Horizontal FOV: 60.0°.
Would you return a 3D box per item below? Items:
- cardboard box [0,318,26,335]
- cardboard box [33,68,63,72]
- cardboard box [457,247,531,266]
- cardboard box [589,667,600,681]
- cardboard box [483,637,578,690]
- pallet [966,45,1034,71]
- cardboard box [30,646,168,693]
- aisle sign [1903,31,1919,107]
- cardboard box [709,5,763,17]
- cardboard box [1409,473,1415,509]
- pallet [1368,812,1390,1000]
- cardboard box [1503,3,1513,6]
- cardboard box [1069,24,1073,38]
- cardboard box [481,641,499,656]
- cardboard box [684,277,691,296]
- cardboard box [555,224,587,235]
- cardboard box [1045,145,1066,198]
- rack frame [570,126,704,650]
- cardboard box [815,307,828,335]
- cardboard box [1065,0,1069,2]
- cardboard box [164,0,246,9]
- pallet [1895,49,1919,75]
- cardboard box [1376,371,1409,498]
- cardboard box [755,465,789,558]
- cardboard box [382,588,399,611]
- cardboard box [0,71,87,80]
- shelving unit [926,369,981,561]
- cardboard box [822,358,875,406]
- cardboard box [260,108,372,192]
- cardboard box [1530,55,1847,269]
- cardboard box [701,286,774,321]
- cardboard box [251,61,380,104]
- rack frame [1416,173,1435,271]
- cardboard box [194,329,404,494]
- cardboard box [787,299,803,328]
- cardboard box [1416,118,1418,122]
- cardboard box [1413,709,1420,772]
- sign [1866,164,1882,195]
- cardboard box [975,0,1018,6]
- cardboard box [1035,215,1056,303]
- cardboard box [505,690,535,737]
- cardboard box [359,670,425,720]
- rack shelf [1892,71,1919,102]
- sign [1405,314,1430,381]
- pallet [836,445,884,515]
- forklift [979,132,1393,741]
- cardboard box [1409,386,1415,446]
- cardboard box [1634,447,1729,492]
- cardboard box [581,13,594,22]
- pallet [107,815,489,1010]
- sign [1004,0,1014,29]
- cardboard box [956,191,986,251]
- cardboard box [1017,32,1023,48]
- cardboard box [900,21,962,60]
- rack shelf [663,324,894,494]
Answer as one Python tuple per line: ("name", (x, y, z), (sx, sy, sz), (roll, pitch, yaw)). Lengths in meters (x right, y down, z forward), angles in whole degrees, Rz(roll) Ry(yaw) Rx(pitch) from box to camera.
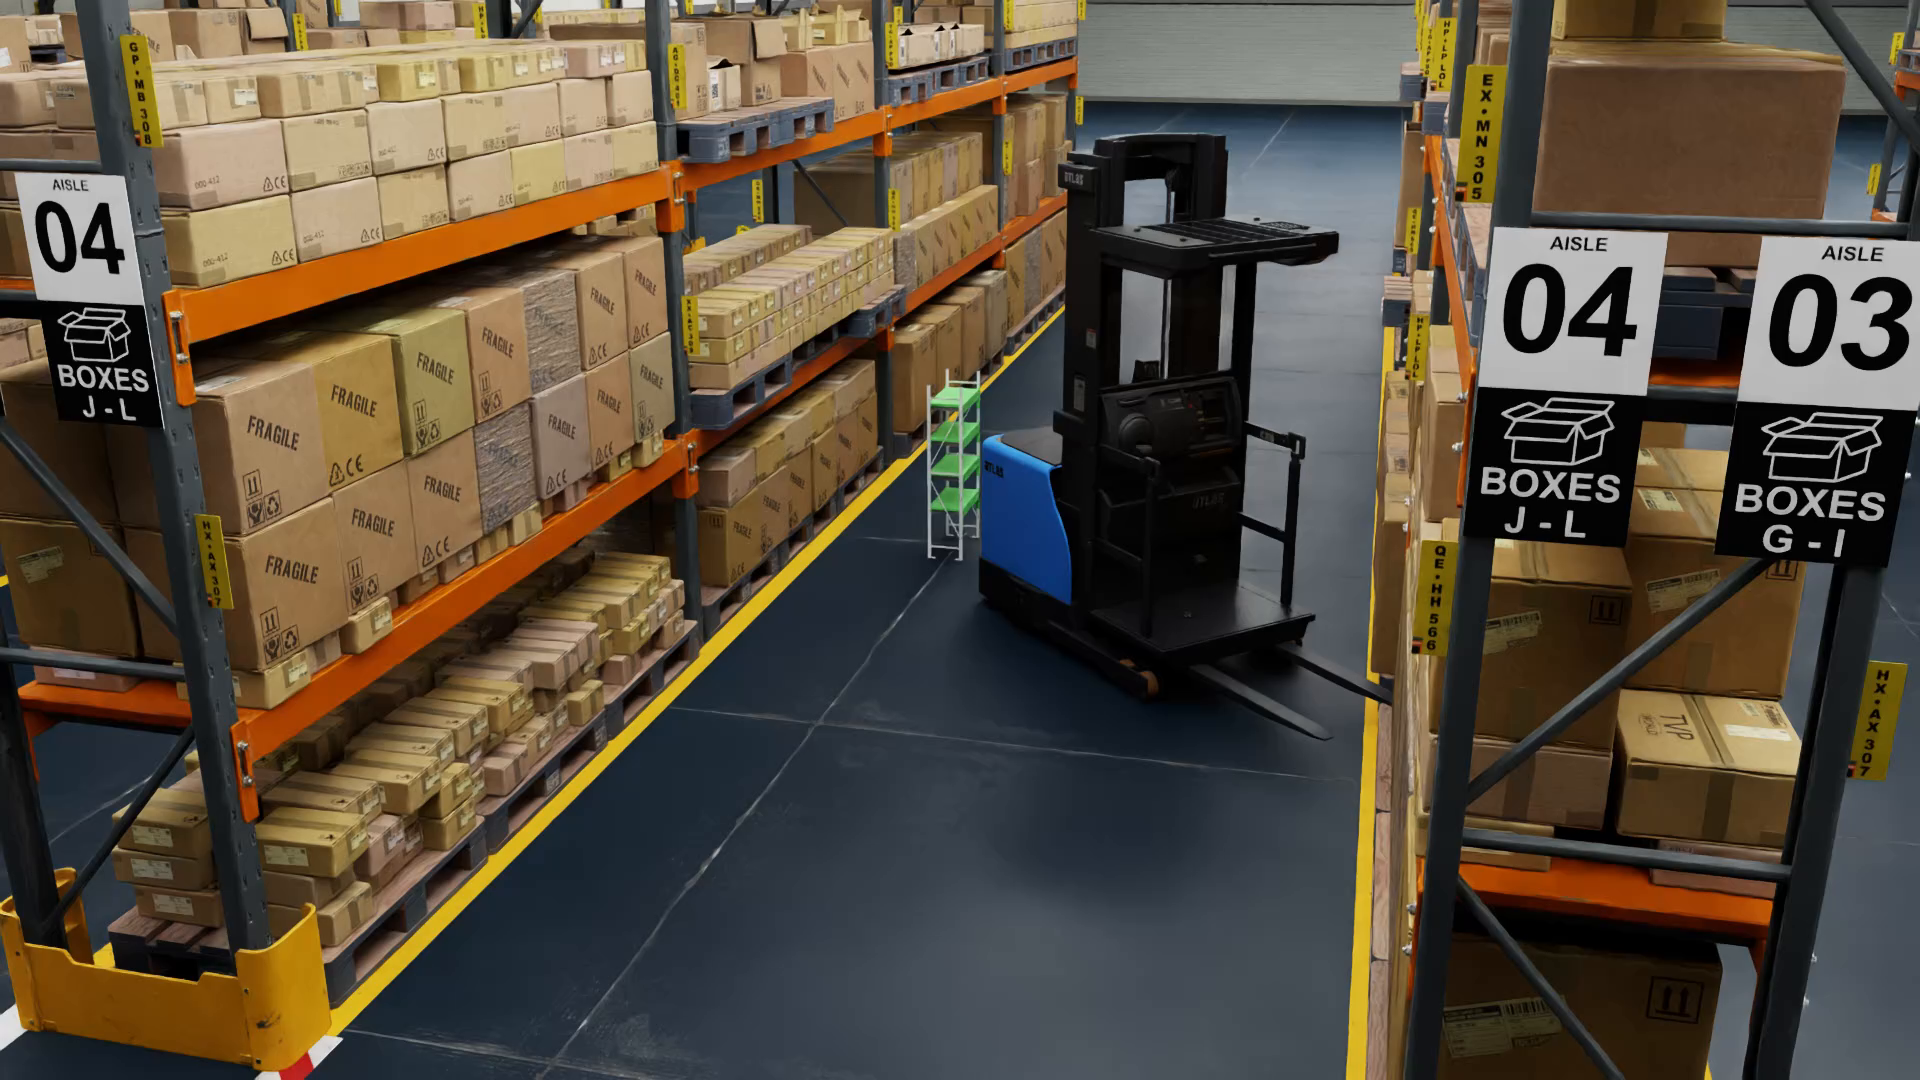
("cardboard box", (-6.460, -1.454, 10.763), (0.500, 0.250, 0.500), (4, 19, 12))
("cardboard box", (-6.192, -3.050, 11.046), (0.380, 0.166, 0.250), (3, 19, 10))
("cardboard box", (-2.474, -1.189, 8.367), (0.500, 0.500, 0.500), (4, 19, 12))
("cardboard box", (-2.110, 0.722, 8.694), (0.380, 0.149, 0.250), (4, 19, 12))
("cardboard box", (-2.098, 0.602, 8.126), (0.380, 0.149, 0.250), (4, 19, 11))
("pallet", (0.149, -4.954, 17.048), (1.003, 0.211, 1.213), (5, 19, 13))
("cardboard box", (-3.188, 0.434, 6.164), (0.380, 0.149, 0.250), (5, 19, 13))
("aisle sign", (10.237, -5.036, 17.770), (0.394, 0.787, 0.004), (5, 19, 13))
("cardboard box", (-1.555, -3.547, 11.451), (0.396, 0.266, 0.258), (5, 19, 13))
("cardboard box", (2.374, -0.205, 8.036), (0.380, 0.149, 0.250), (5, 19, 14))
("pallet", (2.211, 1.545, 6.838), (1.003, 0.211, 1.213), (5, 19, 13))
("cardboard box", (4.354, -3.791, 12.578), (0.500, 0.500, 0.500), (4, 19, 12))
("cardboard box", (1.101, -5.912, 19.298), (0.380, 0.149, 0.250), (5, 19, 14))
("cardboard box", (-2.573, 0.619, 8.537), (0.380, 0.149, 0.250), (6, 20, 16))
("cardboard box", (-1.913, -1.564, 10.444), (0.380, 0.149, 0.250), (5, 19, 13))
("cardboard box", (-4.391, -3.438, 18.553), (0.380, 0.149, 0.250), (5, 19, 14))
("cardboard box", (0.756, -4.352, 19.556), (0.875, 0.550, 0.550), (5, 19, 13))
("rack frame", (-2.016, -0.814, 9.429), (1.000, 3.000, 0.127), (5, 19, 13))
("cardboard box", (-1.095, -1.469, 11.087), (0.380, 0.149, 0.250), (4, 19, 11))
("cardboard box", (1.038, -6.208, 18.932), (0.380, 0.149, 0.250), (5, 19, 14))
("cardboard box", (-9.122, -6.388, 20.144), (0.797, 0.503, 0.637), (5, 20, 15))
("pallet", (10.207, -4.839, 16.866), (1.003, 0.211, 1.213), (5, 19, 13))
("cardboard box", (3.557, -0.623, 11.508), (1.225, 0.875, 0.875), (4, 19, 11))
("cardboard box", (-1.451, -0.206, 10.868), (0.500, 0.500, 0.500), (6, 20, 16))
("cardboard box", (-2.526, 0.228, 6.768), (0.380, 0.149, 0.250), (6, 20, 16))
("cardboard box", (-3.063, -1.532, 5.735), (0.380, 0.149, 0.250), (5, 19, 14))
("shelving unit", (-0.040, -0.516, 11.342), (0.258, 1.200, 0.503), (5, 19, 13))
("cardboard box", (-0.952, -1.203, 12.627), (0.500, 0.250, 0.500), (4, 19, 12))
("cardboard box", (-2.507, -1.426, 6.039), (0.500, 0.250, 0.500), (4, 19, 13))
("cardboard box", (1.867, -1.017, 4.424), (0.700, 0.500, 0.500), (3, 19, 10))
("cardboard box", (-1.346, -1.430, 10.053), (0.380, 0.149, 0.250), (5, 19, 14))
("cardboard box", (-2.456, -1.740, 6.343), (0.380, 0.149, 0.250), (5, 20, 15))
("rack frame", (3.746, -1.644, 11.860), (1.000, 3.000, 0.127), (5, 19, 13))
("cardboard box", (-2.509, -0.500, 6.348), (0.500, 0.500, 0.500), (5, 20, 15))
("cardboard box", (-1.223, -1.450, 10.571), (0.380, 0.149, 0.250), (5, 20, 16))
("cardboard box", (4.567, -3.722, 15.782), (0.500, 0.500, 0.500), (5, 19, 13))
("cardboard box", (1.684, 0.684, 5.433), (0.380, 0.149, 0.250), (5, 19, 14))
("sign", (9.971, -3.936, 18.143), (0.100, 0.325, 0.005), (5, 19, 13))
("cardboard box", (0.357, -5.332, 16.369), (0.380, 0.149, 0.250), (5, 19, 14))
("cardboard box", (0.601, -3.275, 19.271), (0.875, 0.875, 0.875), (4, 19, 13))
("cardboard box", (-2.278, 0.806, 7.988), (0.380, 0.149, 0.250), (6, 20, 16))
("cardboard box", (-2.744, 0.719, 7.783), (0.380, 0.149, 0.250), (4, 19, 12))
("rack shelf", (10.015, -4.213, 15.853), (1.077, 0.370, 4.000), (5, 19, 13))
("sign", (2.240, -0.941, 8.132), (0.100, 0.325, 0.005), (5, 19, 13))
("pallet", (-1.231, -0.503, 12.834), (1.003, 0.211, 1.213), (5, 19, 13))
("forklift", (1.301, -0.675, 9.129), (1.130, 2.935, 3.031), (-11, 22, -29))
("cardboard box", (2.746, -0.760, 9.118), (0.500, 0.500, 0.500), (5, 20, 15))
("cardboard box", (2.414, -0.010, 5.688), (0.500, 0.500, 0.500), (4, 19, 12))
("cardboard box", (-4.282, -5.759, 18.423), (0.380, 0.149, 0.250), (4, 19, 12))
("pallet", (-2.742, 1.484, 7.017), (1.003, 0.211, 1.213), (5, 19, 13))
("sign", (0.467, -5.095, 16.035), (0.100, 0.325, 0.005), (5, 19, 13))
("cardboard box", (-0.053, -3.026, 15.750), (0.500, 0.500, 0.500), (4, 19, 13))
("cardboard box", (0.419, -5.036, 16.736), (0.380, 0.149, 0.250), (5, 19, 14))
("cardboard box", (-0.276, -4.378, 14.557), (0.500, 0.311, 0.500), (4, 19, 11))
("rack shelf", (-1.527, -1.100, 11.381), (1.077, 0.370, 4.000), (5, 19, 13))
